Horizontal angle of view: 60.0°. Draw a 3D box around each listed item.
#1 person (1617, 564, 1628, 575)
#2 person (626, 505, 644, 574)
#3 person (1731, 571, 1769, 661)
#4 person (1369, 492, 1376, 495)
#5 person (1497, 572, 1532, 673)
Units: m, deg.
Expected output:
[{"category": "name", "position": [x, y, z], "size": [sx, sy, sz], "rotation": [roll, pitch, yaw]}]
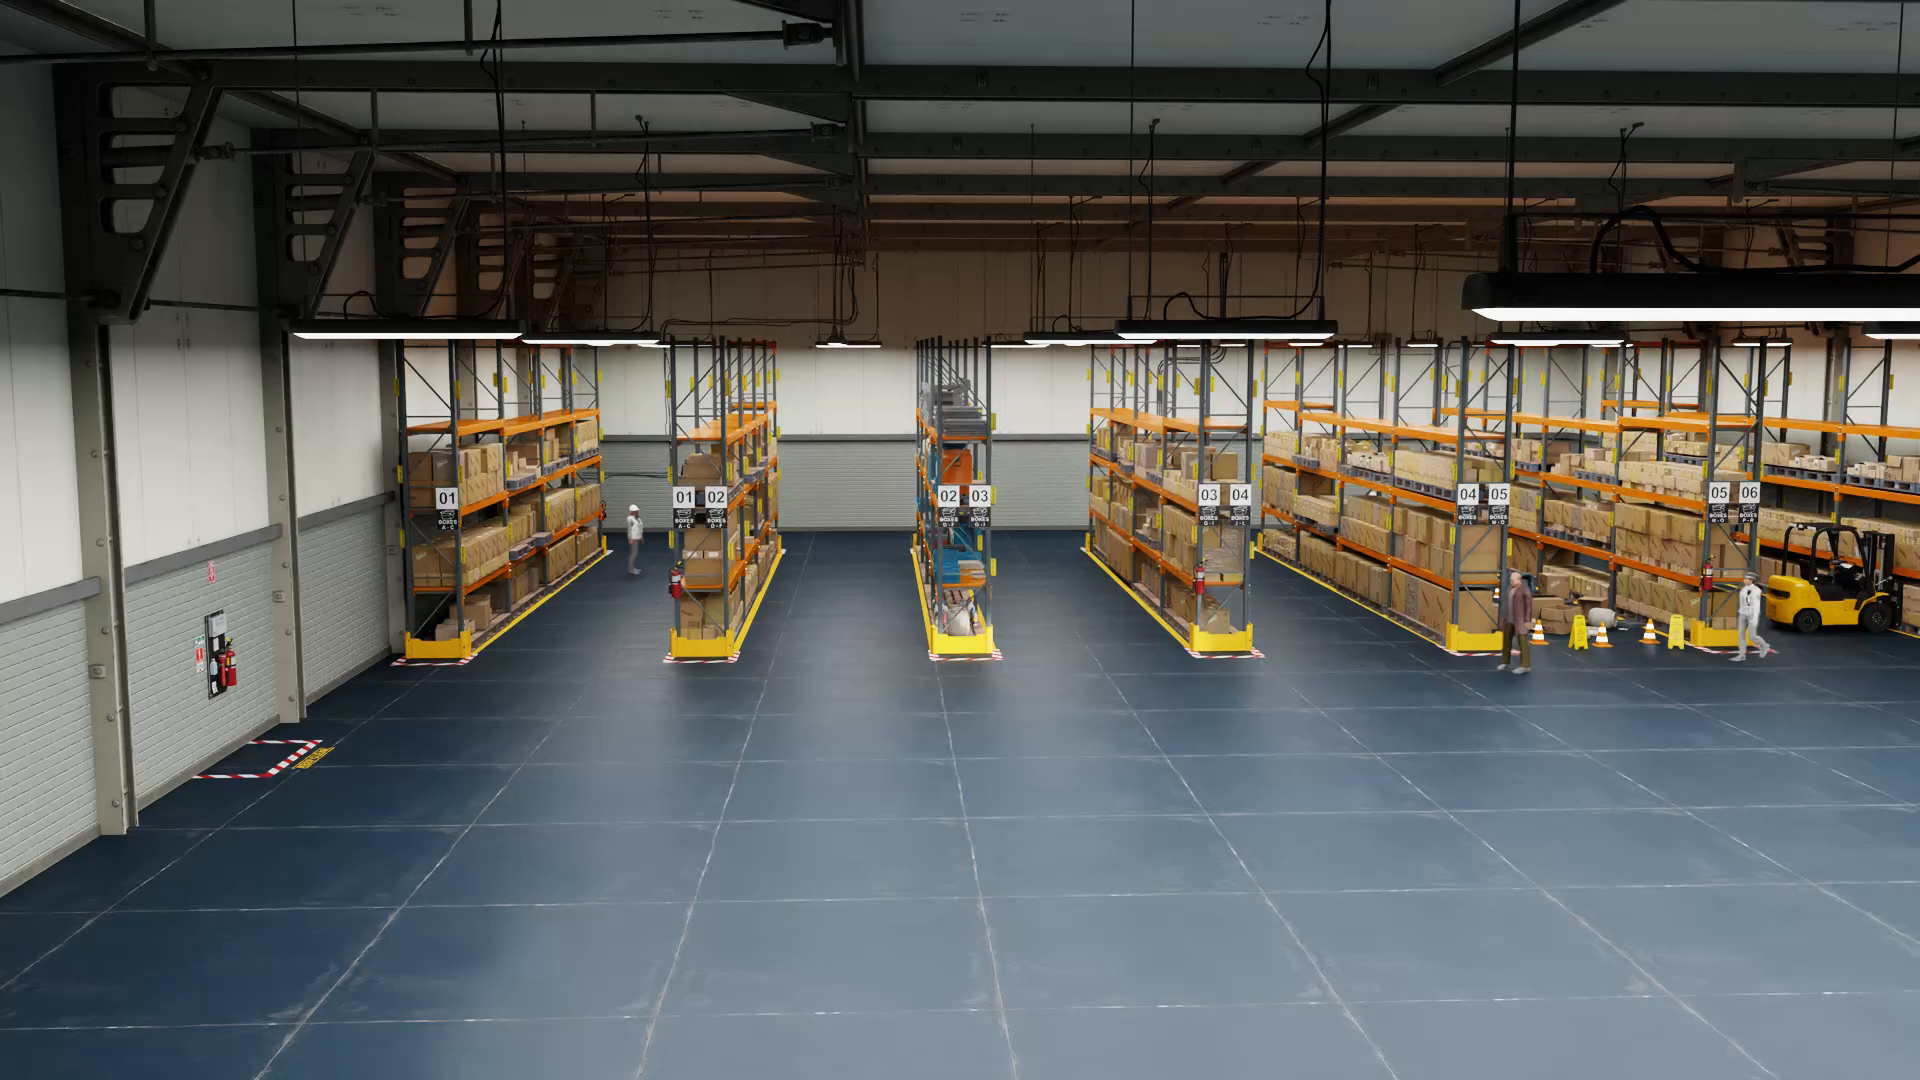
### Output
[{"category": "person", "position": [16.940, 0.136, 42.491], "size": [0.447, 1.737, 0.631], "rotation": [5, 8, 40]}, {"category": "person", "position": [-8.387, -0.013, 42.925], "size": [0.398, 1.807, 0.550], "rotation": [0, 6, 2]}, {"category": "person", "position": [14.595, 1.404, 30.660], "size": [0.656, 1.674, 0.470], "rotation": [-2, 7, -21]}, {"category": "person", "position": [11.547, -0.448, 46.609], "size": [0.427, 1.788, 0.615], "rotation": [1, 7, 5]}, {"category": "person", "position": [9.885, 1.461, 29.721], "size": [0.455, 1.775, 0.628], "rotation": [-5, 8, -36]}]
